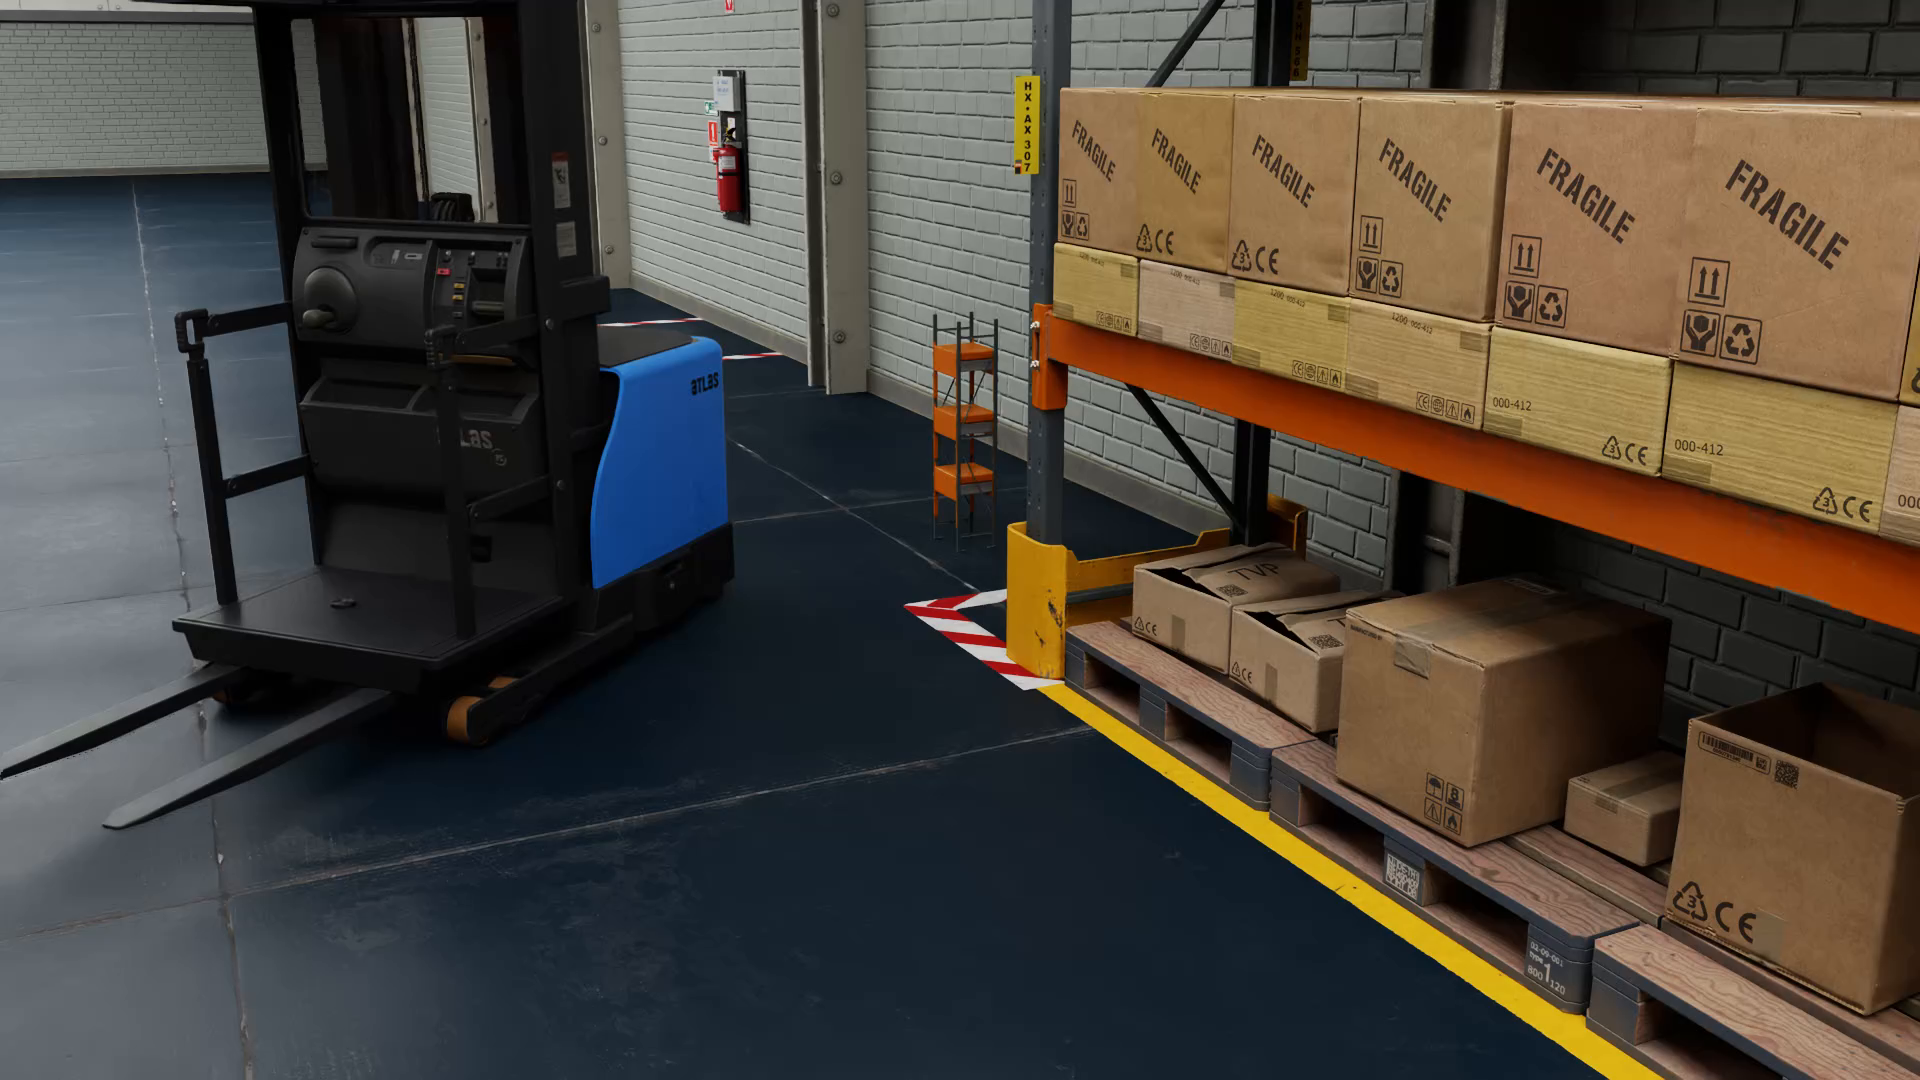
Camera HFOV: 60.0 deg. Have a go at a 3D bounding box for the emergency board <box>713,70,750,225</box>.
[{"bbox_3d":[-1.873,-3.101,13.118,0.194,1.169,0.643,-8,18,-25],"label":"emergency board"}]

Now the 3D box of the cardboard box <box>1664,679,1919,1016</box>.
[{"bbox_3d":[1.981,0.665,3.730,0.500,0.500,0.500,-9,18,-29],"label":"cardboard box"}]

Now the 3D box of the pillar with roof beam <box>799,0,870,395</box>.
[{"bbox_3d":[-4.695,-4.847,8.326,9.100,9.000,0.400,-8,18,-25],"label":"pillar with roof beam"}]

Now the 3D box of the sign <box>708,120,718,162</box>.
[{"bbox_3d":[-2.022,-3.267,13.634,0.001,0.329,0.234,-8,18,-25],"label":"sign"}]

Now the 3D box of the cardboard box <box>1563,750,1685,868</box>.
[{"bbox_3d":[1.789,0.687,4.289,0.380,0.149,0.250,-9,18,-29],"label":"cardboard box"}]

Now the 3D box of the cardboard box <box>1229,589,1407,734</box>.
[{"bbox_3d":[1.192,0.340,5.204,0.500,0.311,0.500,-6,17,-20],"label":"cardboard box"}]

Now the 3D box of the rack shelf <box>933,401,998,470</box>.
[{"bbox_3d":[0.023,-0.481,7.563,0.215,0.259,0.240,-8,18,-25],"label":"rack shelf"}]

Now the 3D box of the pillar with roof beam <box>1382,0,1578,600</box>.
[{"bbox_3d":[-2.066,-3.359,3.142,9.100,9.000,0.400,-8,18,-25],"label":"pillar with roof beam"}]

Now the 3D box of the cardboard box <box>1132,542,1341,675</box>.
[{"bbox_3d":[0.942,0.199,5.697,0.500,0.311,0.500,-10,19,-31],"label":"cardboard box"}]

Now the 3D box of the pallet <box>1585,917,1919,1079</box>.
[{"bbox_3d":[2.146,1.105,3.516,1.003,0.211,1.213,-8,18,-25],"label":"pallet"}]

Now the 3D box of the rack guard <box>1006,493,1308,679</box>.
[{"bbox_3d":[0.753,0.156,6.302,1.175,0.500,0.348,-8,18,-25],"label":"rack guard"}]

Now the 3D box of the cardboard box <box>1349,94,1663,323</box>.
[{"bbox_3d":[1.324,-0.829,4.077,0.500,0.500,0.500,-7,17,-23],"label":"cardboard box"}]

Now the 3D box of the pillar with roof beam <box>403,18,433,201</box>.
[{"bbox_3d":[-12.580,-9.310,23.879,9.100,9.000,0.400,-8,18,-25],"label":"pillar with roof beam"}]

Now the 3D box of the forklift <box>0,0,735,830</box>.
[{"bbox_3d":[-1.951,-0.866,5.455,1.130,2.935,3.031,6,17,20],"label":"forklift"}]

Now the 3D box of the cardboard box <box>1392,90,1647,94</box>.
[{"bbox_3d":[1.559,-1.018,4.735,0.500,0.500,0.500,-8,18,-26],"label":"cardboard box"}]

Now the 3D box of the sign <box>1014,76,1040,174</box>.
[{"bbox_3d":[0.232,-1.415,5.675,0.100,0.325,0.005,-8,18,-25],"label":"sign"}]

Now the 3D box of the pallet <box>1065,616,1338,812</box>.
[{"bbox_3d":[1.077,0.500,5.625,1.003,0.211,1.213,-8,18,-25],"label":"pallet"}]

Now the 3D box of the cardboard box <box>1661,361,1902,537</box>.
[{"bbox_3d":[1.781,-0.216,3.300,0.500,0.250,0.500,-8,18,-25],"label":"cardboard box"}]

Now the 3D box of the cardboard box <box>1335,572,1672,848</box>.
[{"bbox_3d":[1.468,0.437,4.523,0.700,0.500,0.500,-9,18,-28],"label":"cardboard box"}]

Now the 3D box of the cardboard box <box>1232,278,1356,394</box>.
[{"bbox_3d":[1.106,-0.589,4.600,0.500,0.250,0.500,-8,18,-26],"label":"cardboard box"}]

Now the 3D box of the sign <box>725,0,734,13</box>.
[{"bbox_3d":[-1.787,-4.229,12.847,0.001,0.298,0.199,-8,18,-25],"label":"sign"}]

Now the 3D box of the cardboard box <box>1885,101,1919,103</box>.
[{"bbox_3d":[2.231,-0.641,3.423,0.500,0.500,0.500,-8,18,-25],"label":"cardboard box"}]

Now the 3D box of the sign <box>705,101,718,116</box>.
[{"bbox_3d":[-2.028,-3.520,13.553,0.001,0.109,0.331,-8,18,-25],"label":"sign"}]

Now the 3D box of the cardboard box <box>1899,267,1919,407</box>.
[{"bbox_3d":[1.987,-0.451,2.759,0.500,0.500,0.500,-8,18,-25],"label":"cardboard box"}]

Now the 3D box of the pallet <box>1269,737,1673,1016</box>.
[{"bbox_3d":[1.608,0.802,4.572,1.003,0.211,1.213,-8,18,-25],"label":"pallet"}]

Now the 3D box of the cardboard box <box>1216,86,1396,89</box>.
[{"bbox_3d":[1.117,-1.271,5.619,0.500,0.500,0.500,-8,18,-26],"label":"cardboard box"}]

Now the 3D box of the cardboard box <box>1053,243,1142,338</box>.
[{"bbox_3d":[0.648,-0.843,5.485,0.500,0.250,0.500,-8,18,-27],"label":"cardboard box"}]

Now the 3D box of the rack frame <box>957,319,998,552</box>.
[{"bbox_3d":[0.077,-0.461,7.454,0.200,1.050,0.008,-8,18,-25],"label":"rack frame"}]

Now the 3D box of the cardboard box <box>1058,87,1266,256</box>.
[{"bbox_3d":[0.659,-1.208,5.398,0.500,0.500,0.500,-8,18,-25],"label":"cardboard box"}]

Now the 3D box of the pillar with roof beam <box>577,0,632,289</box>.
[{"bbox_3d":[-7.323,-6.334,13.510,9.100,9.000,0.400,-8,18,-25],"label":"pillar with roof beam"}]

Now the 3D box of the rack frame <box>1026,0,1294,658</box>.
[{"bbox_3d":[0.720,-1.065,6.023,1.000,3.000,0.127,-8,18,-25],"label":"rack frame"}]

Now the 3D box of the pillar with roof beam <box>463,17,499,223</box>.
[{"bbox_3d":[-9.952,-7.822,18.695,9.100,9.000,0.400,-8,18,-25],"label":"pillar with roof beam"}]

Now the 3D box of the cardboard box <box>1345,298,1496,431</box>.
[{"bbox_3d":[1.326,-0.463,4.162,0.500,0.250,0.500,-7,18,-24],"label":"cardboard box"}]

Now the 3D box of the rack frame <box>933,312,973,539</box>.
[{"bbox_3d":[-0.030,-0.522,7.665,0.200,1.050,0.008,-8,18,-25],"label":"rack frame"}]

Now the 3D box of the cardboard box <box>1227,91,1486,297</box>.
[{"bbox_3d":[1.087,-0.955,4.518,0.500,0.500,0.500,-8,18,-27],"label":"cardboard box"}]

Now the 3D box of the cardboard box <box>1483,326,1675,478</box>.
[{"bbox_3d":[1.547,-0.339,3.728,0.500,0.250,0.500,-8,18,-25],"label":"cardboard box"}]

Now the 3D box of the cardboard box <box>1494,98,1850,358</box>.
[{"bbox_3d":[1.552,-0.700,3.628,0.500,0.500,0.500,-8,18,-26],"label":"cardboard box"}]

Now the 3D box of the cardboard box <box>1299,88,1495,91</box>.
[{"bbox_3d":[1.329,-1.145,5.180,0.500,0.500,0.500,-7,18,-24],"label":"cardboard box"}]

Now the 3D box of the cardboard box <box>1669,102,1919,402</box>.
[{"bbox_3d":[1.763,-0.574,3.188,0.500,0.500,0.500,-8,18,-25],"label":"cardboard box"}]

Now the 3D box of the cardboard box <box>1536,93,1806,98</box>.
[{"bbox_3d":[1.780,-0.893,4.300,0.500,0.500,0.500,-7,18,-24],"label":"cardboard box"}]

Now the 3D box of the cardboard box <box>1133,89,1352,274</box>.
[{"bbox_3d":[0.866,-1.084,4.967,0.500,0.500,0.500,-8,18,-25],"label":"cardboard box"}]

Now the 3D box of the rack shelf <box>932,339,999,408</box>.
[{"bbox_3d":[0.023,-0.754,7.484,0.215,0.259,0.240,-8,18,-25],"label":"rack shelf"}]

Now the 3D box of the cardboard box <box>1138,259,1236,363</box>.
[{"bbox_3d":[0.888,-0.716,5.042,0.500,0.250,0.500,-8,18,-27],"label":"cardboard box"}]

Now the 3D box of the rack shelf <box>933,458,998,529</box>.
[{"bbox_3d":[0.023,-0.214,7.639,0.215,0.259,0.240,-8,18,-25],"label":"rack shelf"}]

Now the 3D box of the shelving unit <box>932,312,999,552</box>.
[{"bbox_3d":[0.023,-0.491,7.560,0.215,1.050,0.252,-8,18,-25],"label":"shelving unit"}]

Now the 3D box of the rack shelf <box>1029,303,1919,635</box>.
[{"bbox_3d":[1.596,-0.223,4.394,1.077,0.370,4.000,-8,18,-25],"label":"rack shelf"}]

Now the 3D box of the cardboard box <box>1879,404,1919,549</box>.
[{"bbox_3d":[1.992,-0.091,2.866,0.500,0.250,0.500,-8,18,-25],"label":"cardboard box"}]

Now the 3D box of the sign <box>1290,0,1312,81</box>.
[{"bbox_3d":[1.227,-1.835,6.036,0.100,0.325,0.005,-8,18,-25],"label":"sign"}]

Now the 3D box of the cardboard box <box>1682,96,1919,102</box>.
[{"bbox_3d":[2.017,-0.766,3.856,0.500,0.500,0.500,-7,17,-23],"label":"cardboard box"}]
